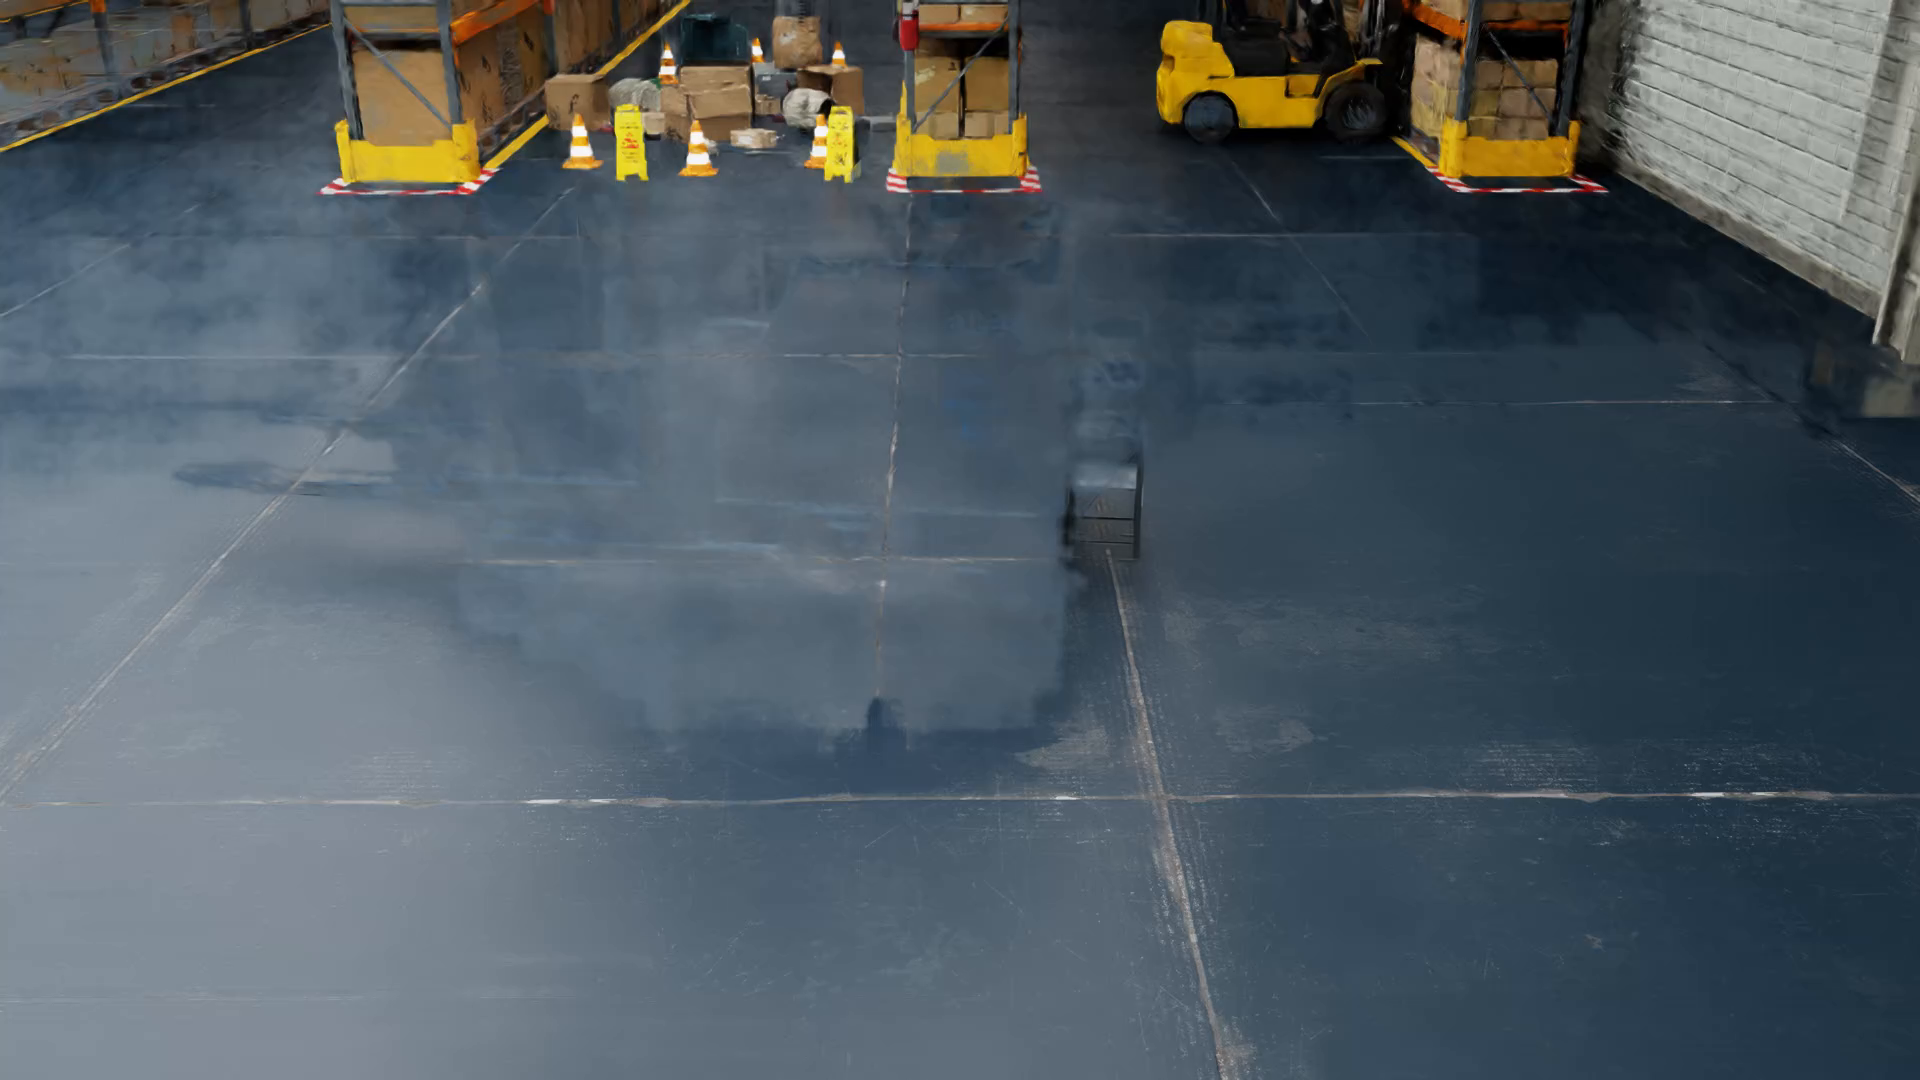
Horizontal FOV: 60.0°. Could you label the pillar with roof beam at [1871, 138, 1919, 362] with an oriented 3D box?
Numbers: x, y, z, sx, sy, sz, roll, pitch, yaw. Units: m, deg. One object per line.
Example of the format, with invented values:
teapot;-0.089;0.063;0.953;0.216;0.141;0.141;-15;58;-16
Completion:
pillar with roof beam;-0.632;-9.614;16.086;9.100;9.000;0.400;0;24;-1
